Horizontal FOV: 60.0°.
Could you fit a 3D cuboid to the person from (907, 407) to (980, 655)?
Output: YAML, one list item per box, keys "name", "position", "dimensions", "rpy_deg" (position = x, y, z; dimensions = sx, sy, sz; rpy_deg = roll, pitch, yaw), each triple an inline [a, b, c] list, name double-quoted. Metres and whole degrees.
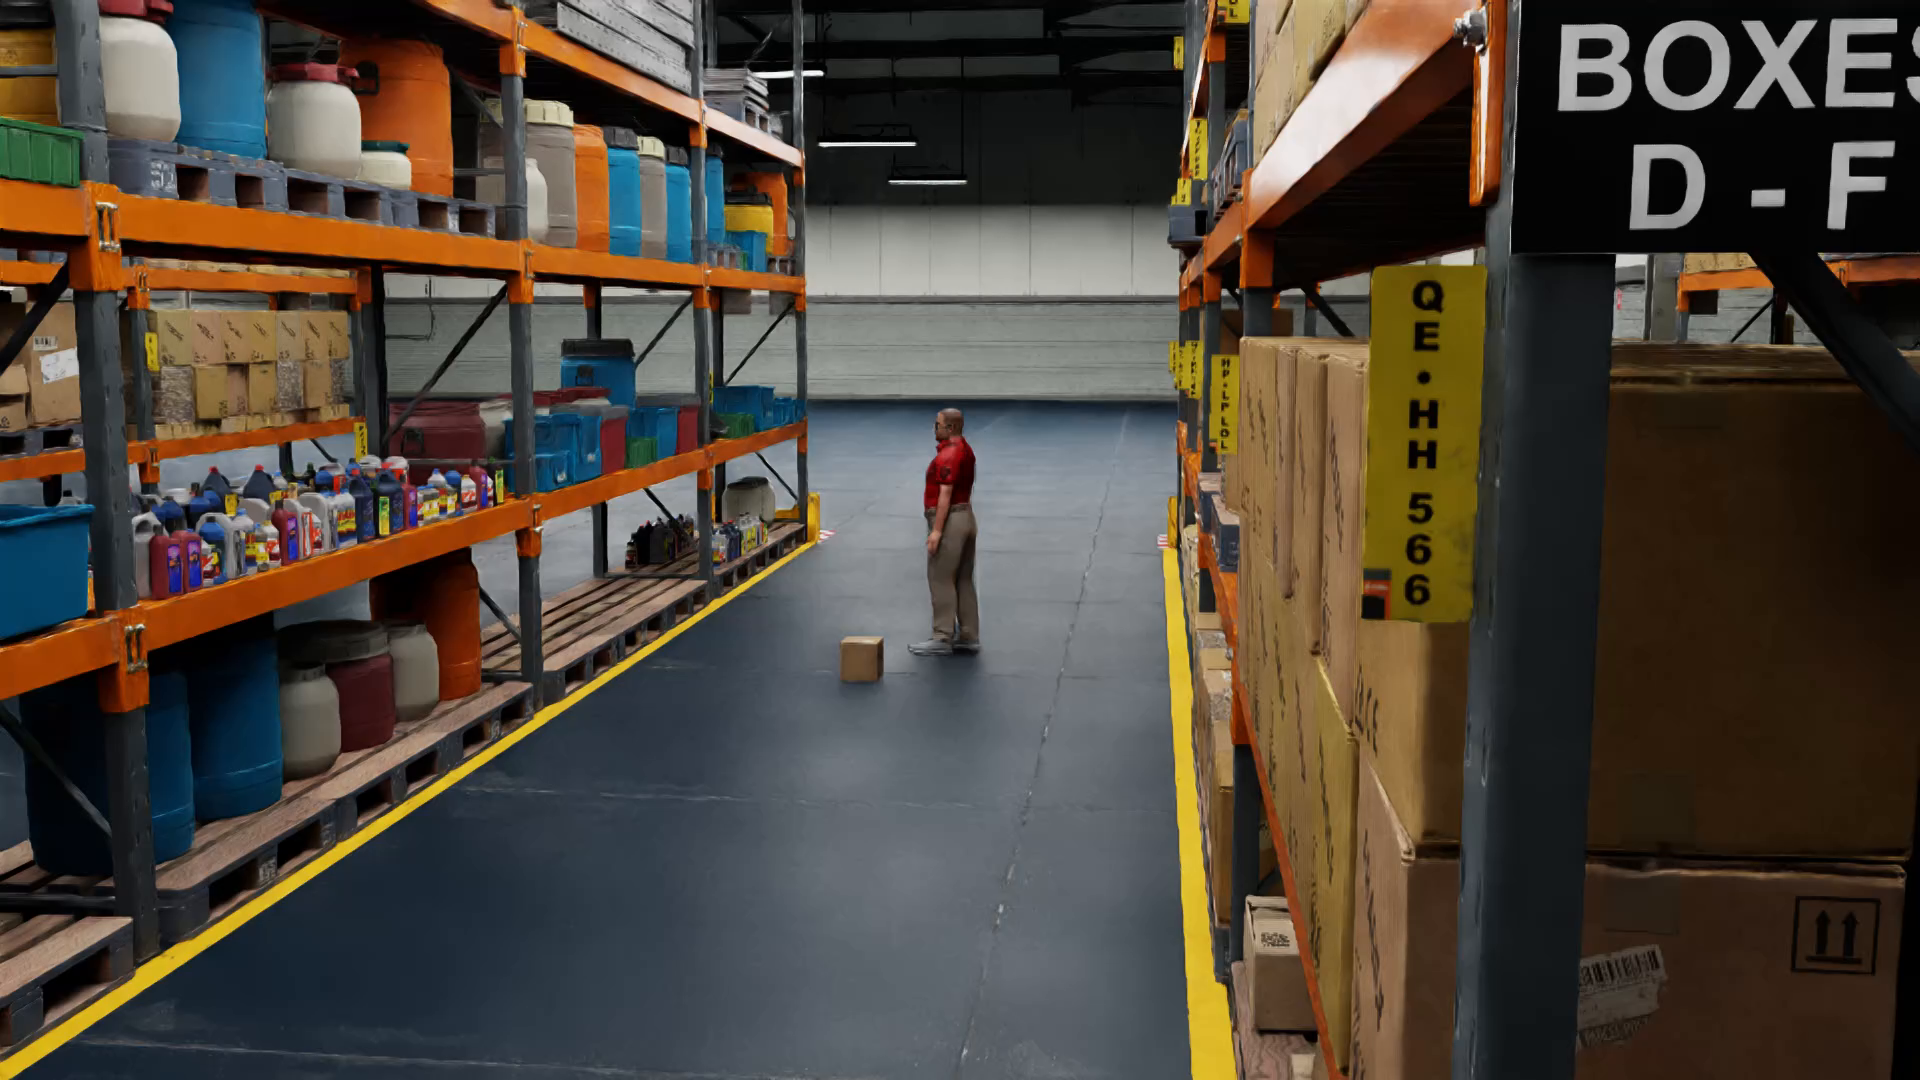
- name: "person"
  position: [-0.105, -0.066, 11.692]
  dimensions: [0.439, 1.733, 0.651]
  rpy_deg: [2, 8, 17]
